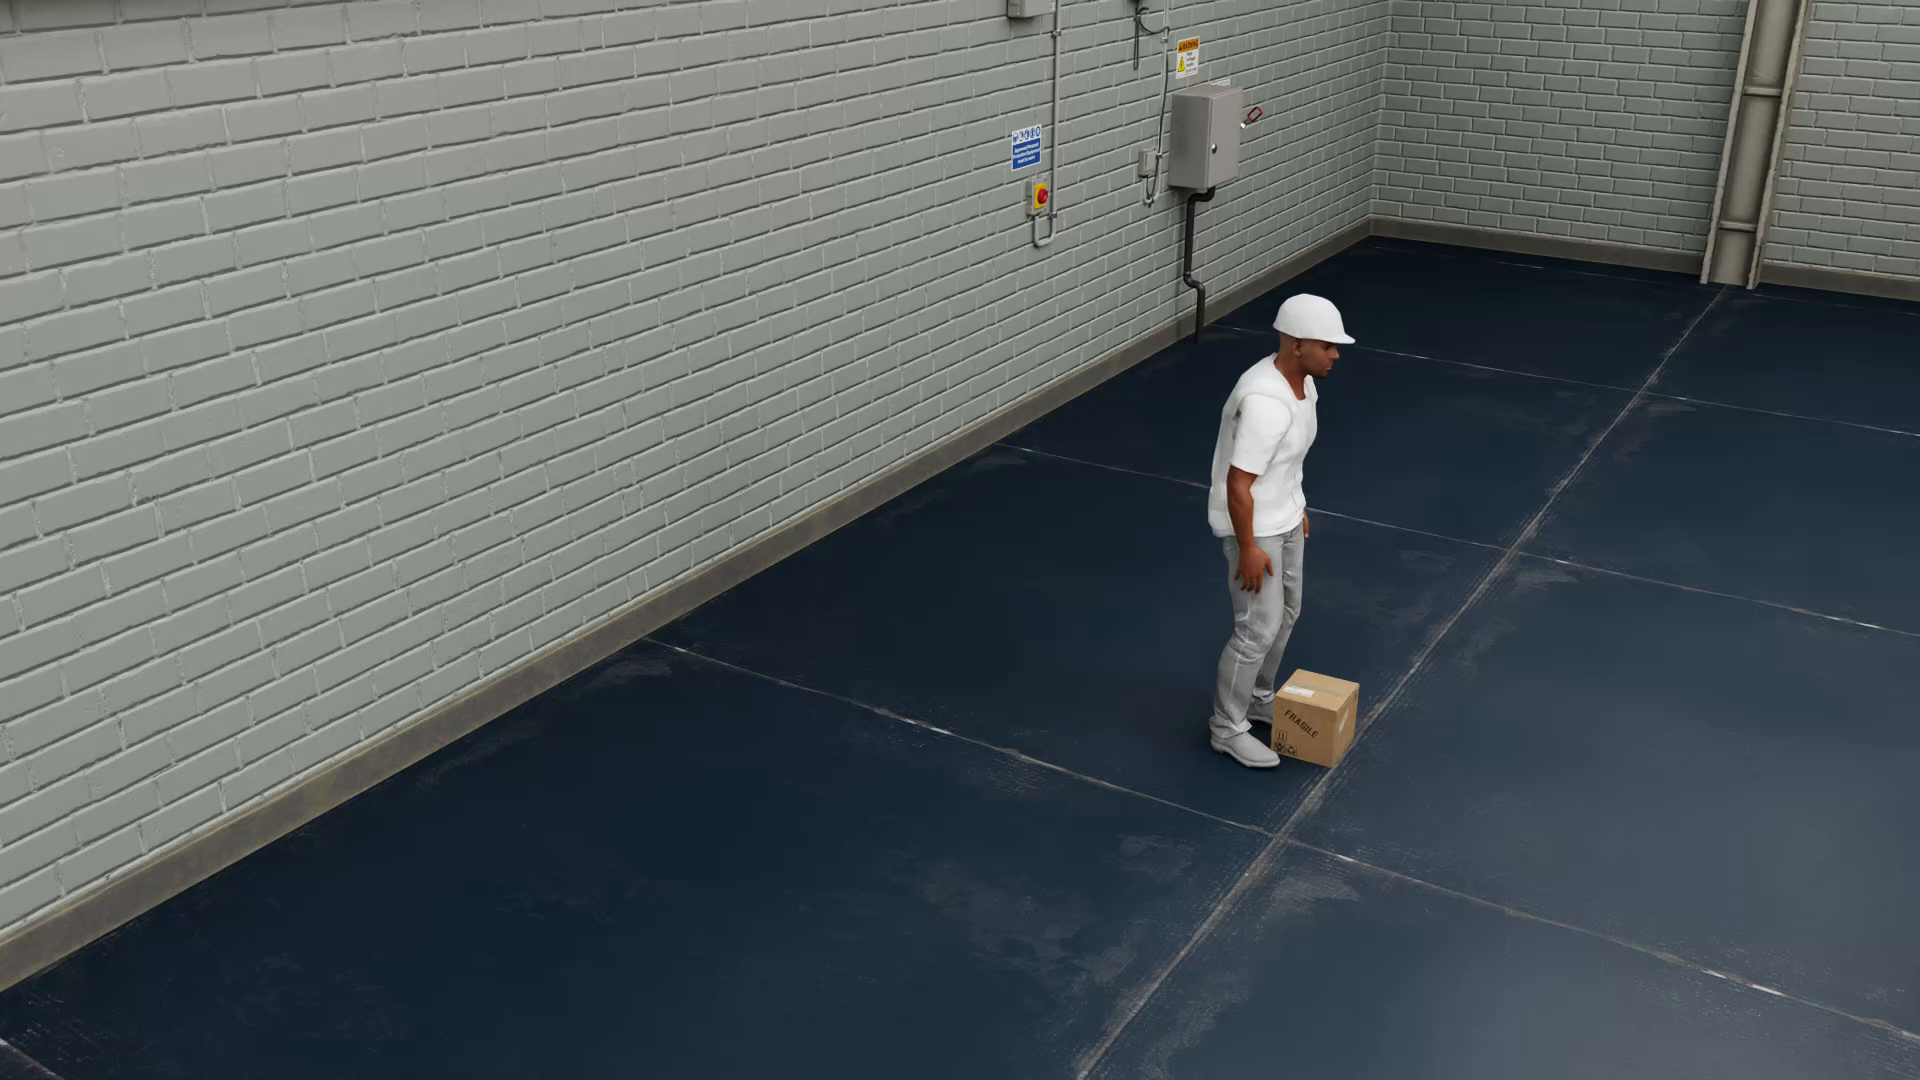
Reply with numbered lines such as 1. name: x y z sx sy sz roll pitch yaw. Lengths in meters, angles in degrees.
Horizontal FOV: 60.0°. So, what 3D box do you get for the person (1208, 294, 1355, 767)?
1. person: 1.167 -0.055 6.204 0.461 1.759 0.629 12 26 26
